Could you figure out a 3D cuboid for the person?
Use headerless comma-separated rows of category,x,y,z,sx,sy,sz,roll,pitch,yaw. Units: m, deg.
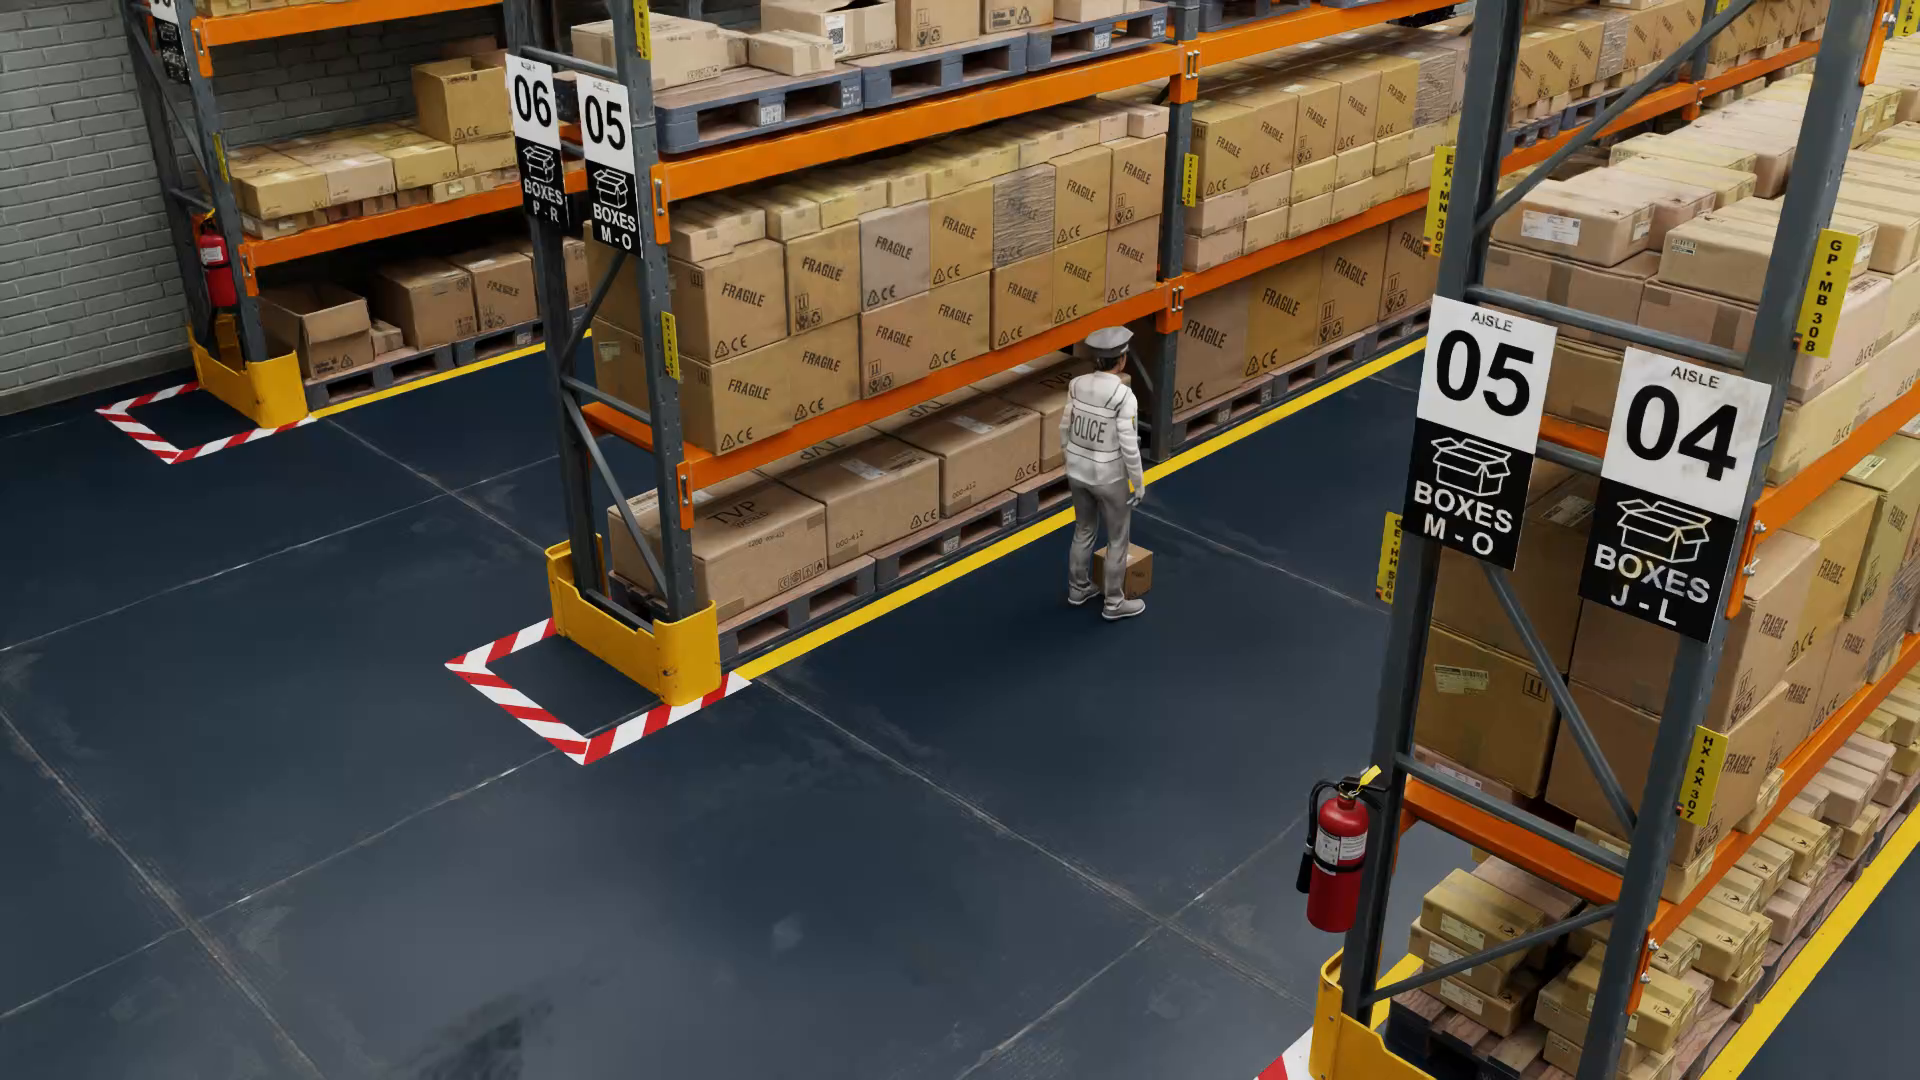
person,0.788,-0.362,9.299,0.542,1.665,0.373,23,36,37
